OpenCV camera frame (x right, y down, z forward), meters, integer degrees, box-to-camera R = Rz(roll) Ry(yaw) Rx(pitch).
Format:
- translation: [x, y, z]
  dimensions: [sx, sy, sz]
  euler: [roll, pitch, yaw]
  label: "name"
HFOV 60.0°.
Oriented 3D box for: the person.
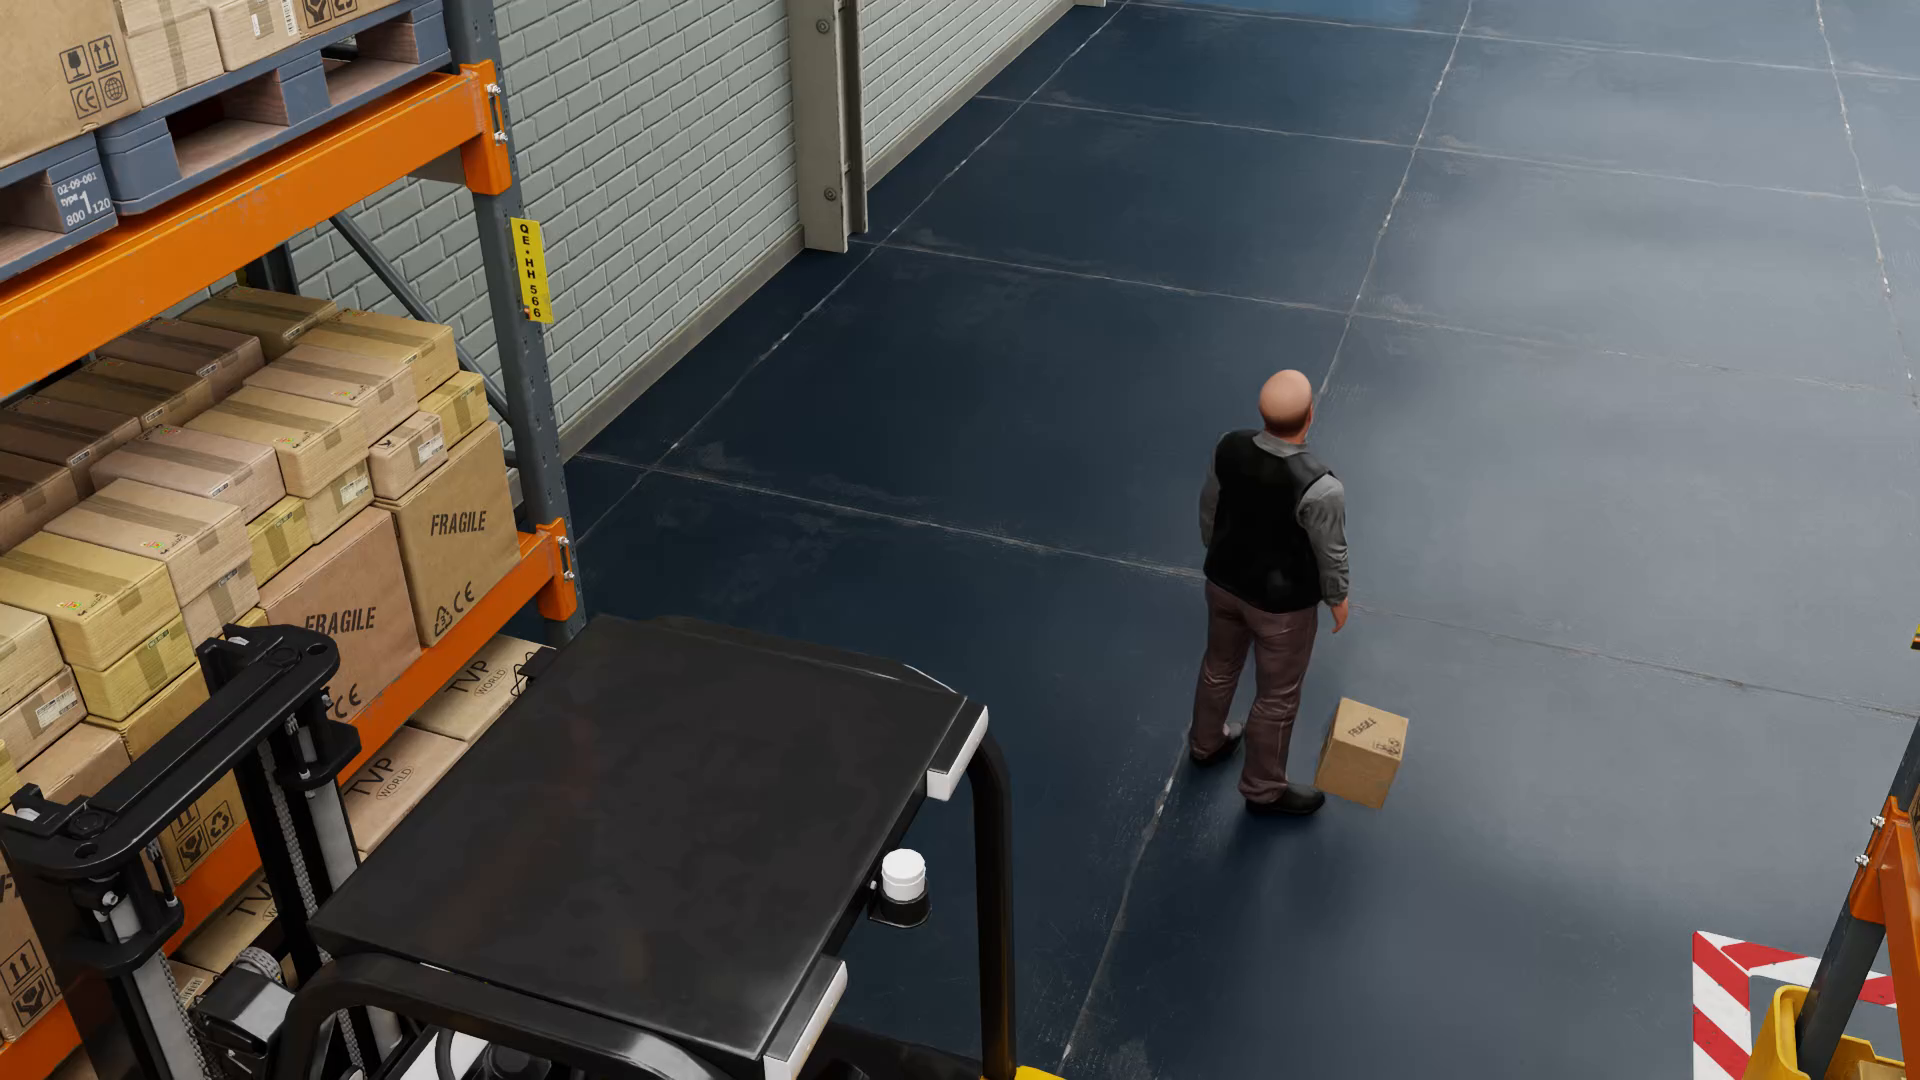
- translation: [1.086, 0.175, 5.847]
  dimensions: [0.382, 1.728, 0.606]
  euler: [-26, 41, -34]
  label: "person"
